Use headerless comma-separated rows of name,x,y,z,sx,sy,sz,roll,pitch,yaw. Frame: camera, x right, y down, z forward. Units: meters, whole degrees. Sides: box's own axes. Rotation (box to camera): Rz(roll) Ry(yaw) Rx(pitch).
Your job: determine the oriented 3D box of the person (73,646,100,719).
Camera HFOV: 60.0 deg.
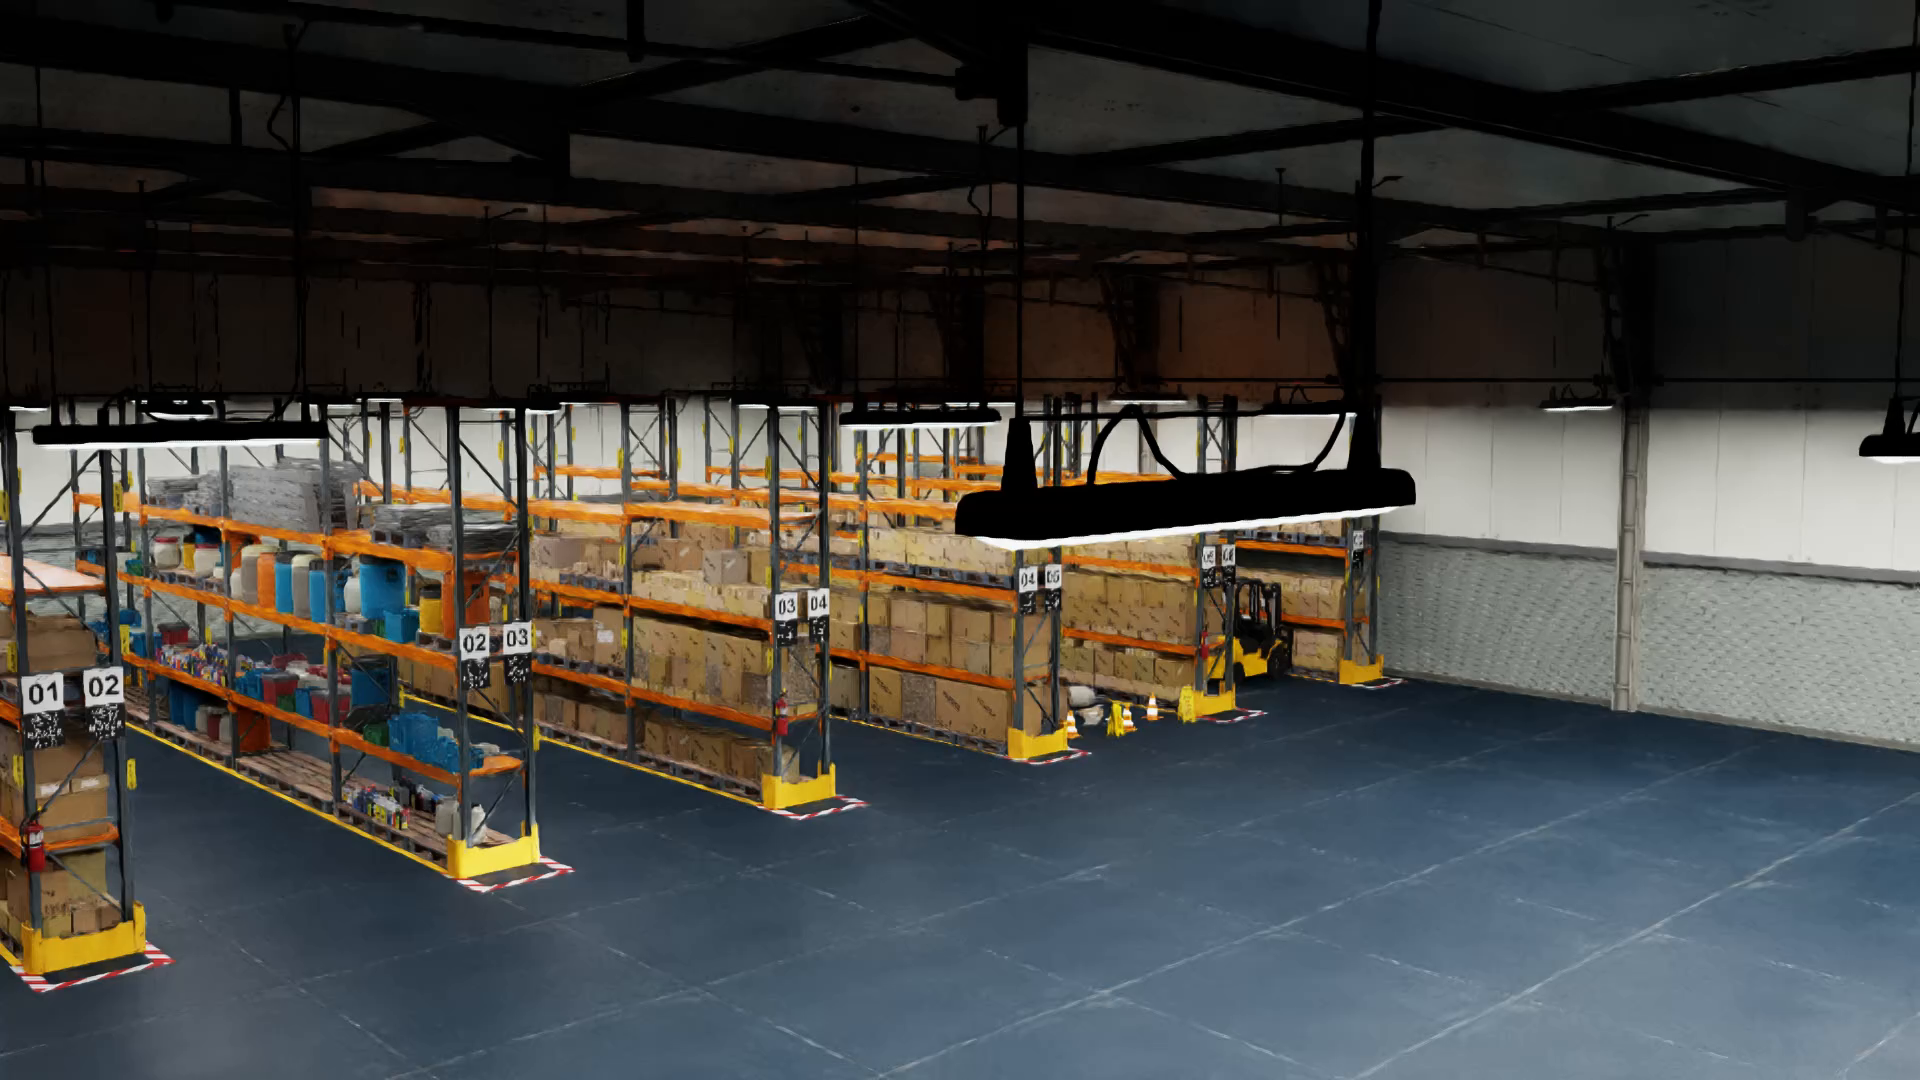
person,-16.174,2.484,30.891,0.618,1.712,0.480,5,8,43
